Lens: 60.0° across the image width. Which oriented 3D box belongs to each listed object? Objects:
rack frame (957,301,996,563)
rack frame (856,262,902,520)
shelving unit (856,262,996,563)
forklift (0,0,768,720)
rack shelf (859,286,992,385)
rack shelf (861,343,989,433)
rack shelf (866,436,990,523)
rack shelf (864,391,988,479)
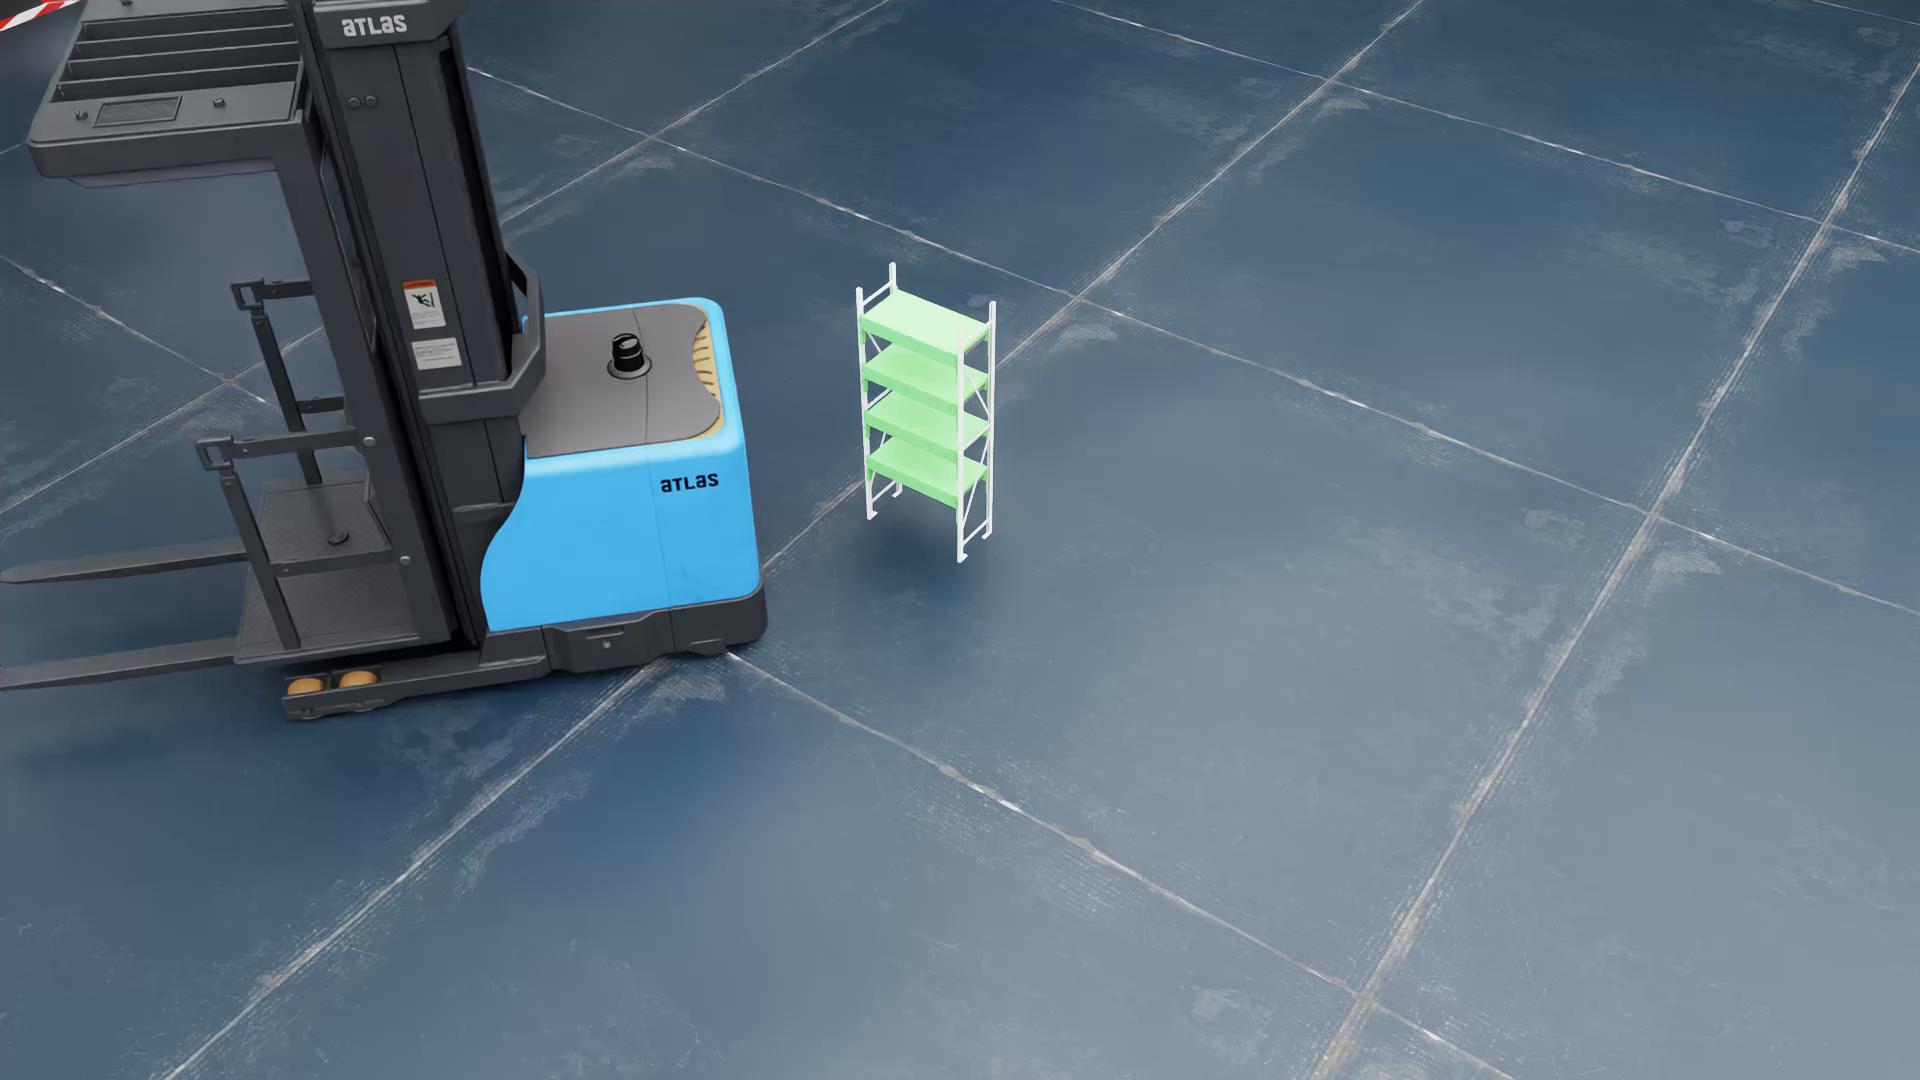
[{"bbox_3d":[0.064,-0.417,6.816,0.015,1.200,0.240,25,48,25],"label":"rack frame"},{"bbox_3d":[-0.335,-0.604,7.025,0.015,1.200,0.240,25,48,25],"label":"rack frame"},{"bbox_3d":[-0.136,-0.511,6.921,0.503,1.200,0.258,25,48,25],"label":"shelving unit"},{"bbox_3d":[-2.351,-0.781,5.924,3.031,2.935,1.130,-8,42,-9],"label":"forklift"},{"bbox_3d":[-0.136,-0.821,6.643,0.480,0.148,0.258,25,48,25],"label":"rack shelf"},{"bbox_3d":[-0.136,-0.642,6.803,0.480,0.148,0.258,25,48,25],"label":"rack shelf"},{"bbox_3d":[-0.136,-0.284,7.123,0.480,0.148,0.258,25,48,25],"label":"rack shelf"},{"bbox_3d":[-0.136,-0.463,6.963,0.480,0.148,0.258,25,48,25],"label":"rack shelf"}]
